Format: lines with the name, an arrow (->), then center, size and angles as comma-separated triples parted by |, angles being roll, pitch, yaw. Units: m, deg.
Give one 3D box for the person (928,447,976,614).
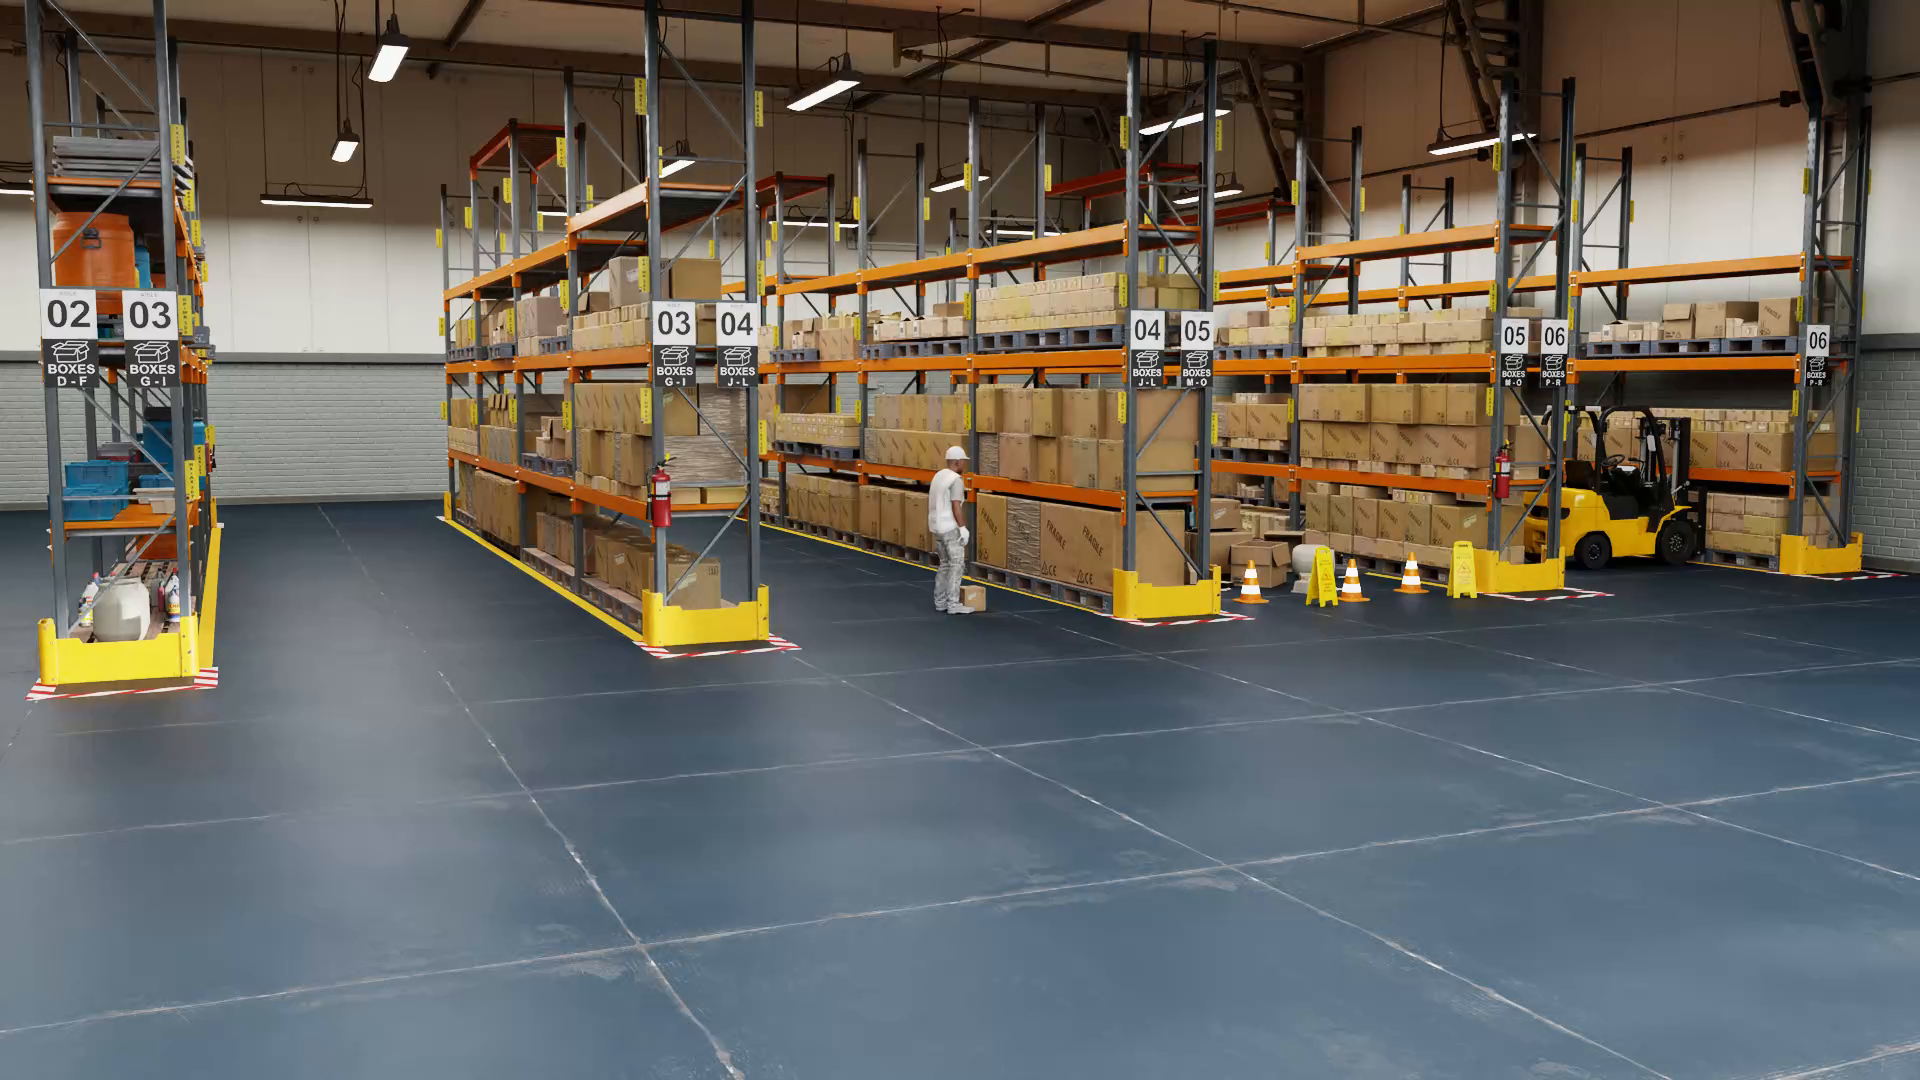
person -> -0.092, -0.113, 17.856 | 0.450, 1.774, 0.617 | -2, 6, -24
